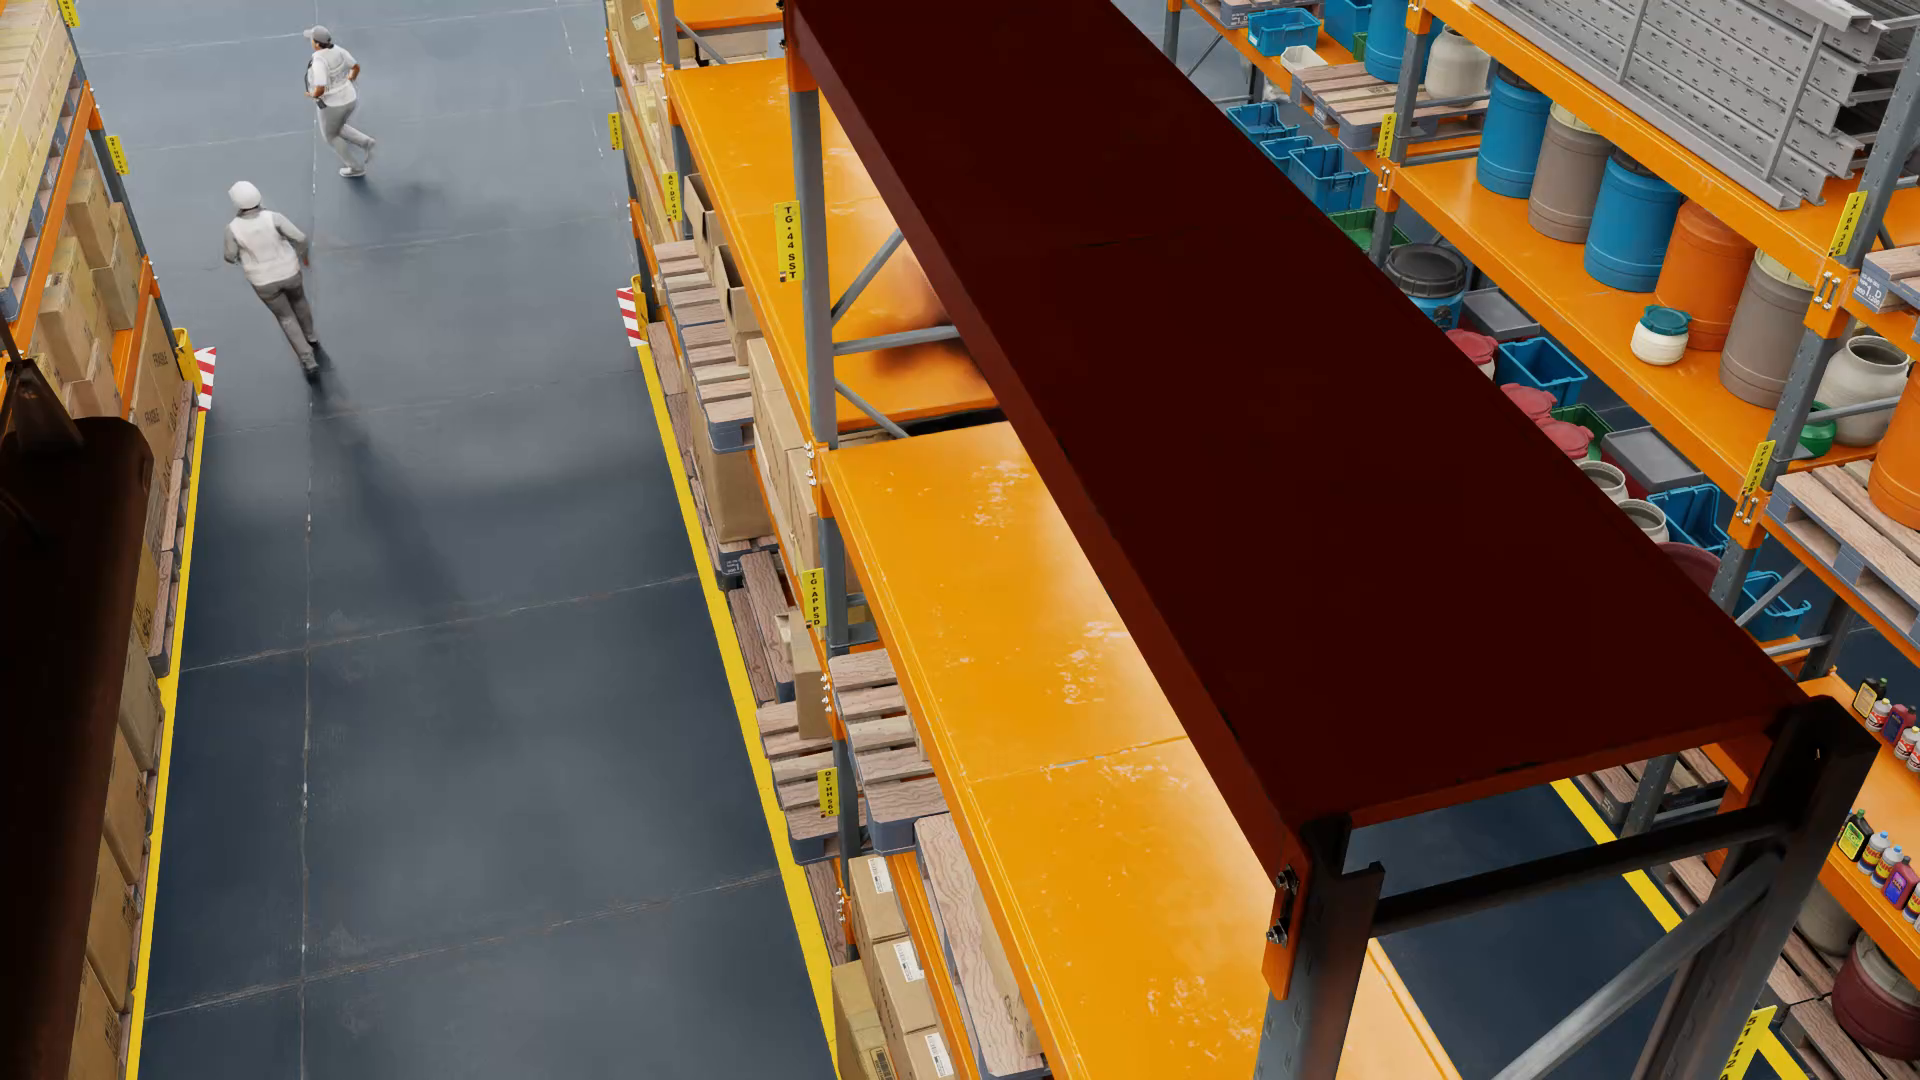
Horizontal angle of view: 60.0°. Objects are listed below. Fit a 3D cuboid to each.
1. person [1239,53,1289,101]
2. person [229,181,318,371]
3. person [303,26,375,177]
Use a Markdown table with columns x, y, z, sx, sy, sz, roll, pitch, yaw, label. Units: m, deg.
| x | y | z | sx | sy | sz | roll | pitch | yaw | label |
| --- | --- | --- | --- | --- | --- | --- | --- | --- | --- |
| 3.449 | -5.702 | 18.702 | 0.681 | 1.688 | 0.582 | 8 | 39 | 10 | person |
| -5.867 | -2.283 | 14.300 | 0.540 | 1.783 | 0.874 | -20 | 43 | -24 | person |
| -6.498 | -4.552 | 17.275 | 0.547 | 1.624 | 0.607 | 10 | 39 | 12 | person |
